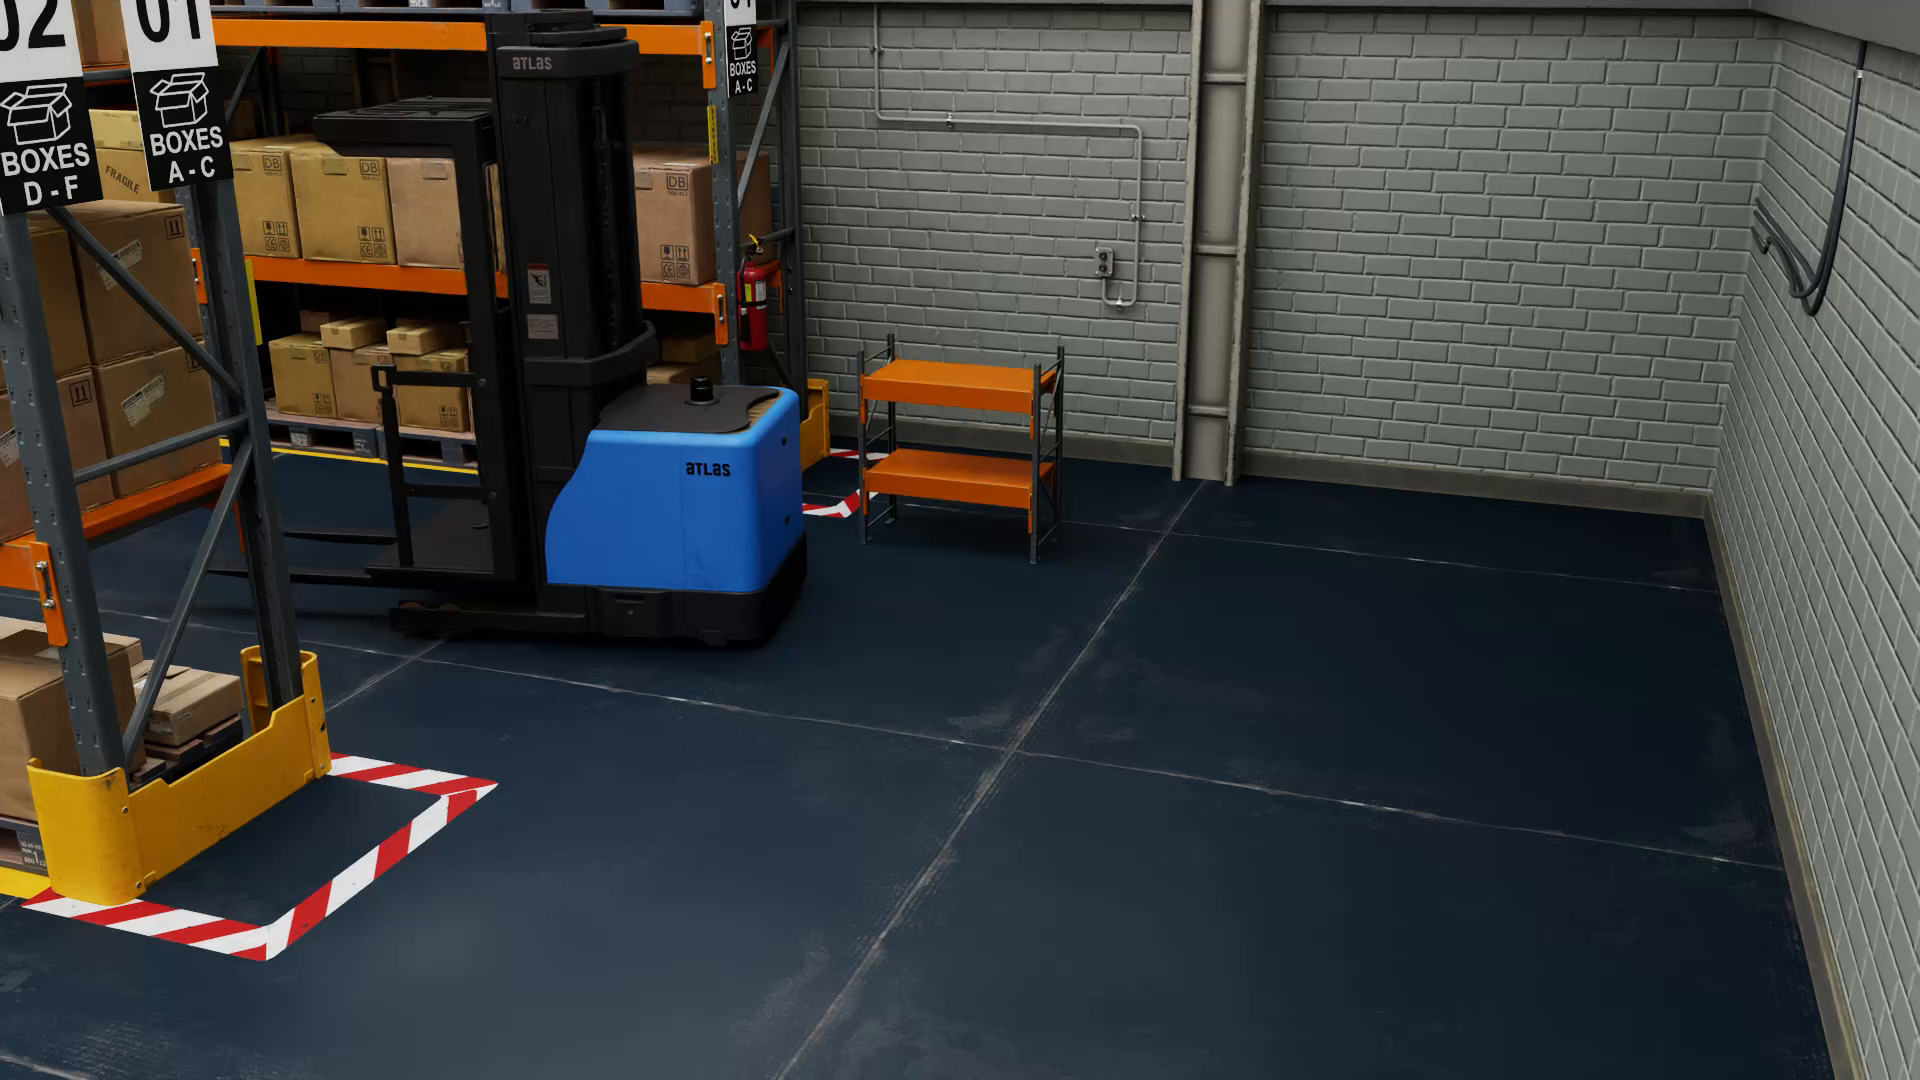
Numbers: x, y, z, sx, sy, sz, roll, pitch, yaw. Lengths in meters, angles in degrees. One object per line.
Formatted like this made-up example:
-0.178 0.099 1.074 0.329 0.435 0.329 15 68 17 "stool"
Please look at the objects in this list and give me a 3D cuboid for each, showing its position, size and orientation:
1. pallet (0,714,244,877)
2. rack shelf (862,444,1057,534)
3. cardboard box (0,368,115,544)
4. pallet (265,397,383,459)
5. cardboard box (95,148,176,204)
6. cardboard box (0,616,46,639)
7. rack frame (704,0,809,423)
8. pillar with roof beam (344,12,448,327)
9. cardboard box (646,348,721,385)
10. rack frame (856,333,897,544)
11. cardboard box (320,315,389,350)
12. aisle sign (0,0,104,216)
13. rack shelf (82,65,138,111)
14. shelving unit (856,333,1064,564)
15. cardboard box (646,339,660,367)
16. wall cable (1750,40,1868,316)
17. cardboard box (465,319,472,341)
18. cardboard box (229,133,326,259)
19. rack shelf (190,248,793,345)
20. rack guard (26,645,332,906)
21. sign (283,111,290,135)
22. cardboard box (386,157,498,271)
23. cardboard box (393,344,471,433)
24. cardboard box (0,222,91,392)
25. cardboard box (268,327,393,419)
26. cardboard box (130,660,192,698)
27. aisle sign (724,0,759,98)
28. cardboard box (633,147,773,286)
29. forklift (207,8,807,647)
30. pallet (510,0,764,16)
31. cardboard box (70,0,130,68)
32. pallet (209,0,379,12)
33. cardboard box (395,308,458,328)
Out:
-3.683 0.913 6.638 1.213 0.211 1.003 7 20 18 "pallet"
0.006 -0.300 9.469 1.000 0.278 0.538 7 20 18 "rack shelf"
-3.370 -0.321 5.788 0.500 0.500 0.500 7 20 20 "cardboard box"
-4.322 -0.860 11.722 1.213 0.211 1.003 7 20 18 "pallet"
-5.533 -2.451 11.418 0.500 0.500 0.500 6 20 17 "cardboard box"
-4.223 0.526 7.020 0.500 0.250 0.500 7 20 18 "cardboard box"
-1.236 -1.851 10.329 0.127 3.000 1.000 7 20 18 "rack frame"
-5.482 -3.971 7.295 0.400 9.000 9.100 7 20 18 "pillar with roof beam"
-1.930 -0.913 10.799 0.500 0.500 0.700 7 20 18 "cardboard box"
-0.474 -0.585 9.547 0.032 1.125 0.500 7 20 18 "rack frame"
-4.078 -1.401 11.212 0.250 0.149 0.380 7 20 20 "cardboard box"
-2.894 -1.435 5.187 0.004 0.787 0.394 7 20 18 "aisle sign"
-4.747 -1.603 6.153 4.000 0.370 1.077 7 20 18 "rack shelf"
0.006 -0.530 9.389 1.048 1.125 0.538 7 20 18 "shelving unit"
-2.111 -1.177 10.569 0.250 0.149 0.380 6 20 17 "cardboard box"
3.990 -2.495 7.781 0.112 2.526 3.097 7 20 18 "wall cable"
-3.183 -1.432 11.302 0.250 0.149 0.380 6 20 17 "cardboard box"
-4.507 -2.361 11.336 0.700 0.700 0.980 7 20 19 "cardboard box"
-3.125 -1.727 11.067 4.000 0.370 1.077 7 20 18 "rack shelf"
-2.930 0.862 6.344 0.348 0.500 1.175 7 20 18 "rack guard"
-4.834 -2.902 11.908 0.005 0.325 0.100 7 20 18 "sign"
-3.129 -2.205 10.888 0.700 0.700 0.980 6 20 15 "cardboard box"
-3.384 -1.077 11.268 0.500 0.500 0.700 7 20 19 "cardboard box"
-3.369 -0.792 5.620 0.500 0.500 0.500 6 20 18 "cardboard box"
-4.342 -1.188 11.587 0.500 0.500 0.700 7 20 19 "cardboard box"
-3.377 0.641 6.817 0.250 0.166 0.380 7 20 18 "cardboard box"
-1.266 -2.977 9.611 0.004 0.787 0.394 7 20 18 "aisle sign"
-1.721 -2.044 10.428 0.700 0.700 0.980 7 21 21 "cardboard box"
-2.372 -1.069 8.189 3.031 2.935 1.130 3 19 7 "forklift"
-1.940 -3.302 10.070 1.213 0.211 1.003 7 20 18 "pallet"
-3.260 -1.790 5.826 0.500 0.250 0.500 7 20 18 "cardboard box"
-4.245 -3.566 10.826 1.213 0.211 1.003 7 20 18 "pallet"
-3.666 -1.487 11.460 0.250 0.149 0.380 6 20 16 "cardboard box"
